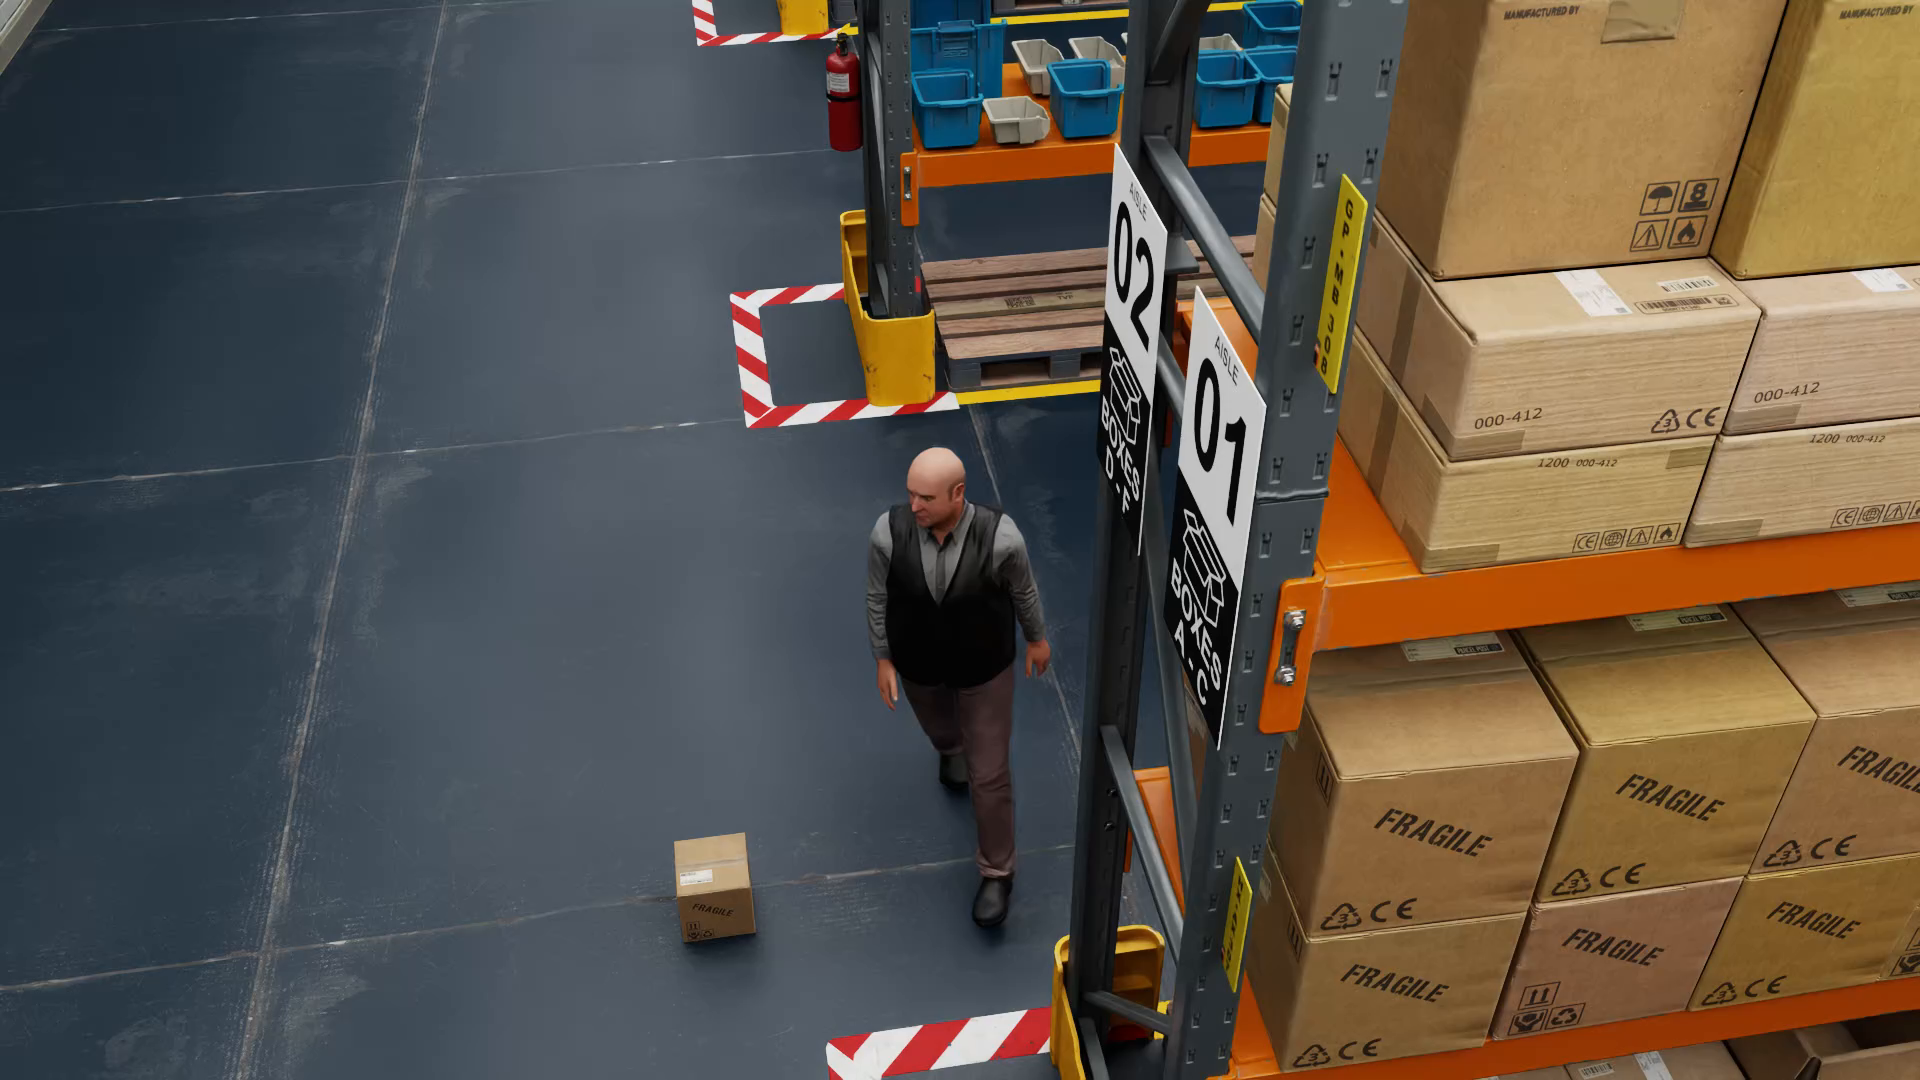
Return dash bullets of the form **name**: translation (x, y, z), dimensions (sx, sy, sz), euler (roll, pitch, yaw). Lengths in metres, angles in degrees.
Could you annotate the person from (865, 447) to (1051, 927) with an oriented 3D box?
- **person**: translation (-0.022, 0.431, 5.644), dimensions (0.619, 1.670, 0.949), euler (6, 39, 8)
